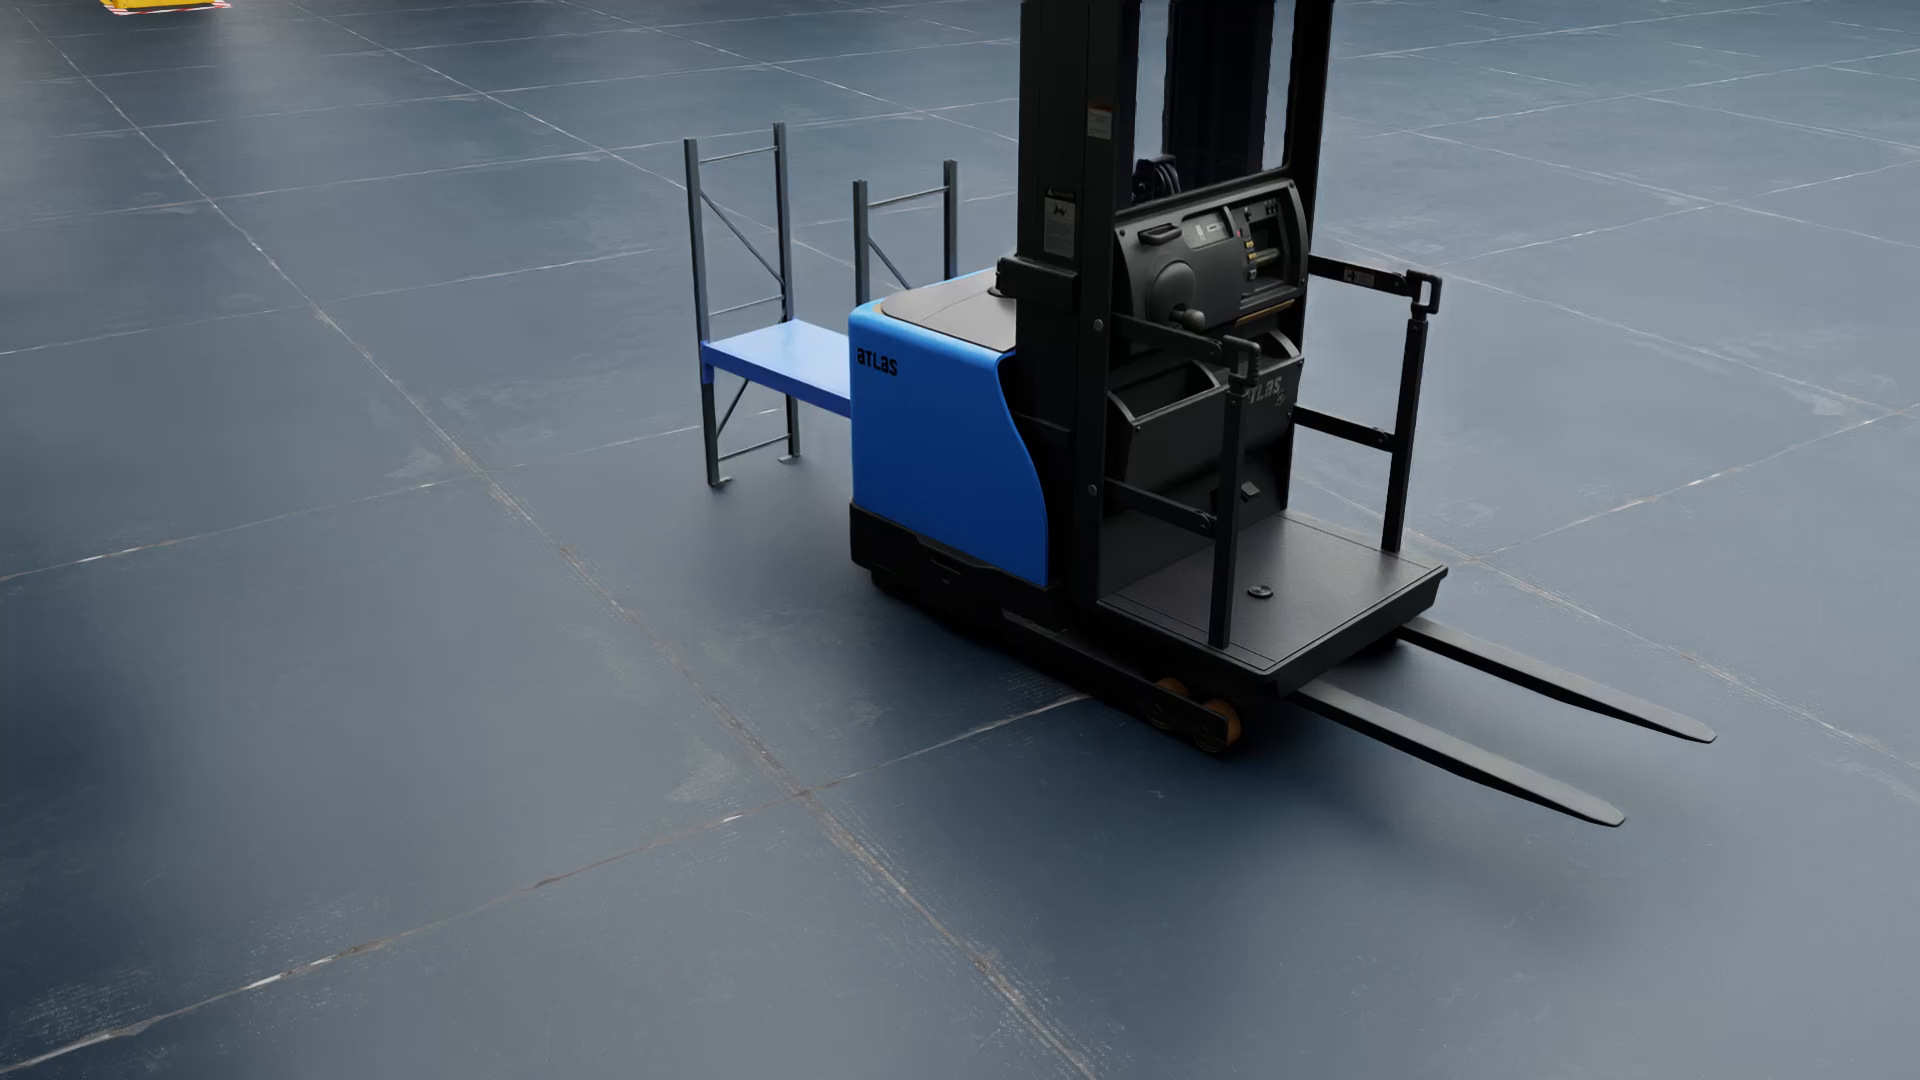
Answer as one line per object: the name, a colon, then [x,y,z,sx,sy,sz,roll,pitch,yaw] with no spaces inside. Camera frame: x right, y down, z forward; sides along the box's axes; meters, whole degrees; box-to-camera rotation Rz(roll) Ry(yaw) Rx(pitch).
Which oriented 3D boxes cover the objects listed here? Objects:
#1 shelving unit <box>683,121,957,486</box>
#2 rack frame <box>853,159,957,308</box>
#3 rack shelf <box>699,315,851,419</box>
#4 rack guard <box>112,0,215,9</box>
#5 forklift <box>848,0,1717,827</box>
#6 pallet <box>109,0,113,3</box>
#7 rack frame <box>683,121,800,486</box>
shelving unit: [-0.556,-0.837,6.767,0.538,1.500,1.048,-23,34,-40]
rack frame: [-0.198,-0.683,6.441,0.500,1.500,0.032,-23,34,-40]
rack shelf: [-0.556,-0.675,6.844,0.538,0.185,1.000,-23,34,-40]
rack guard: [-10.178,-7.085,21.172,1.175,0.500,0.348,-16,29,-30]
forklift: [0.972,-0.897,5.216,1.130,2.935,3.031,-23,34,-40]
pallet: [-10.644,-7.226,21.810,1.003,0.211,1.213,-16,29,-30]
rack frame: [-0.914,-0.991,7.093,0.500,1.500,0.032,-23,34,-40]
